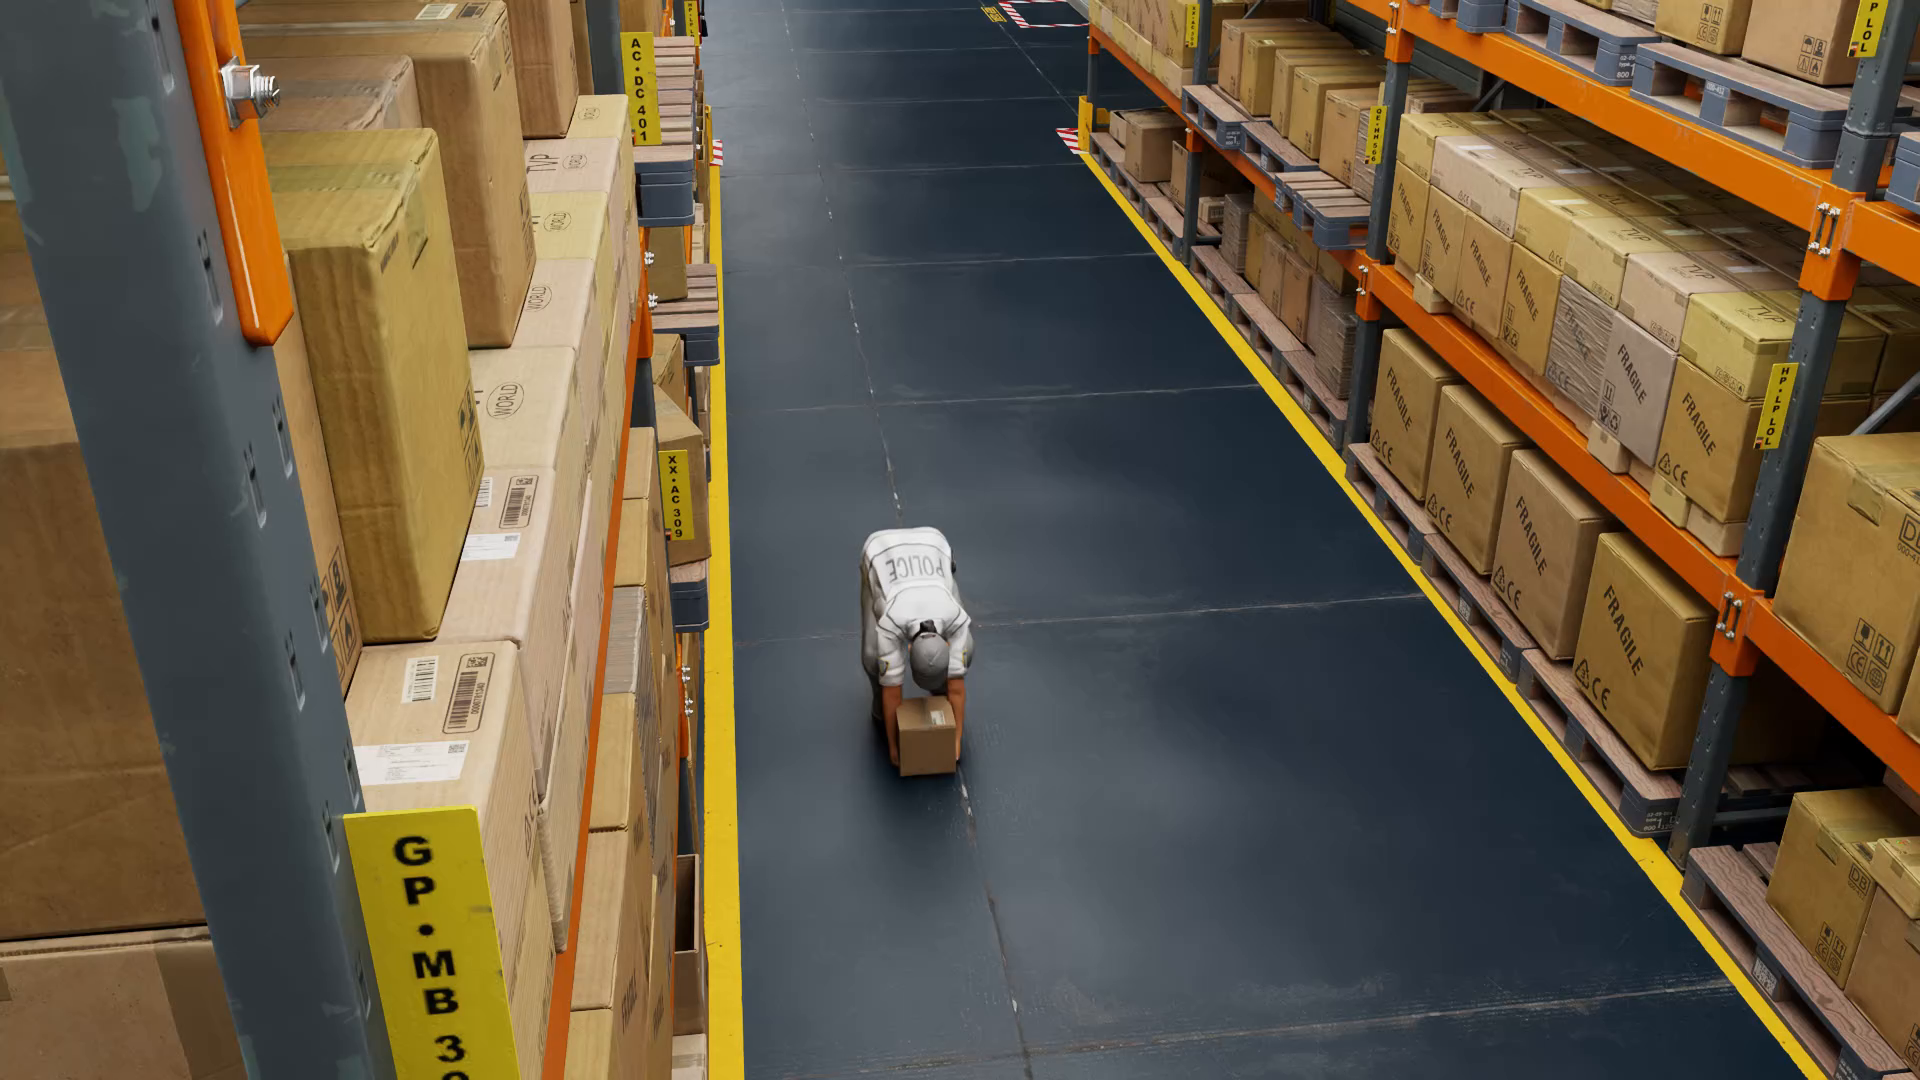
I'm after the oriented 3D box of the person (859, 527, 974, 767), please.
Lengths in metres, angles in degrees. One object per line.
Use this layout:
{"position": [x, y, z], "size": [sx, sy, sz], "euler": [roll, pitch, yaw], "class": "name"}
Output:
{"position": [-0.190, 0.470, 7.557], "size": [0.519, 0.886, 0.915], "euler": [-4, 28, -8], "class": "person"}
